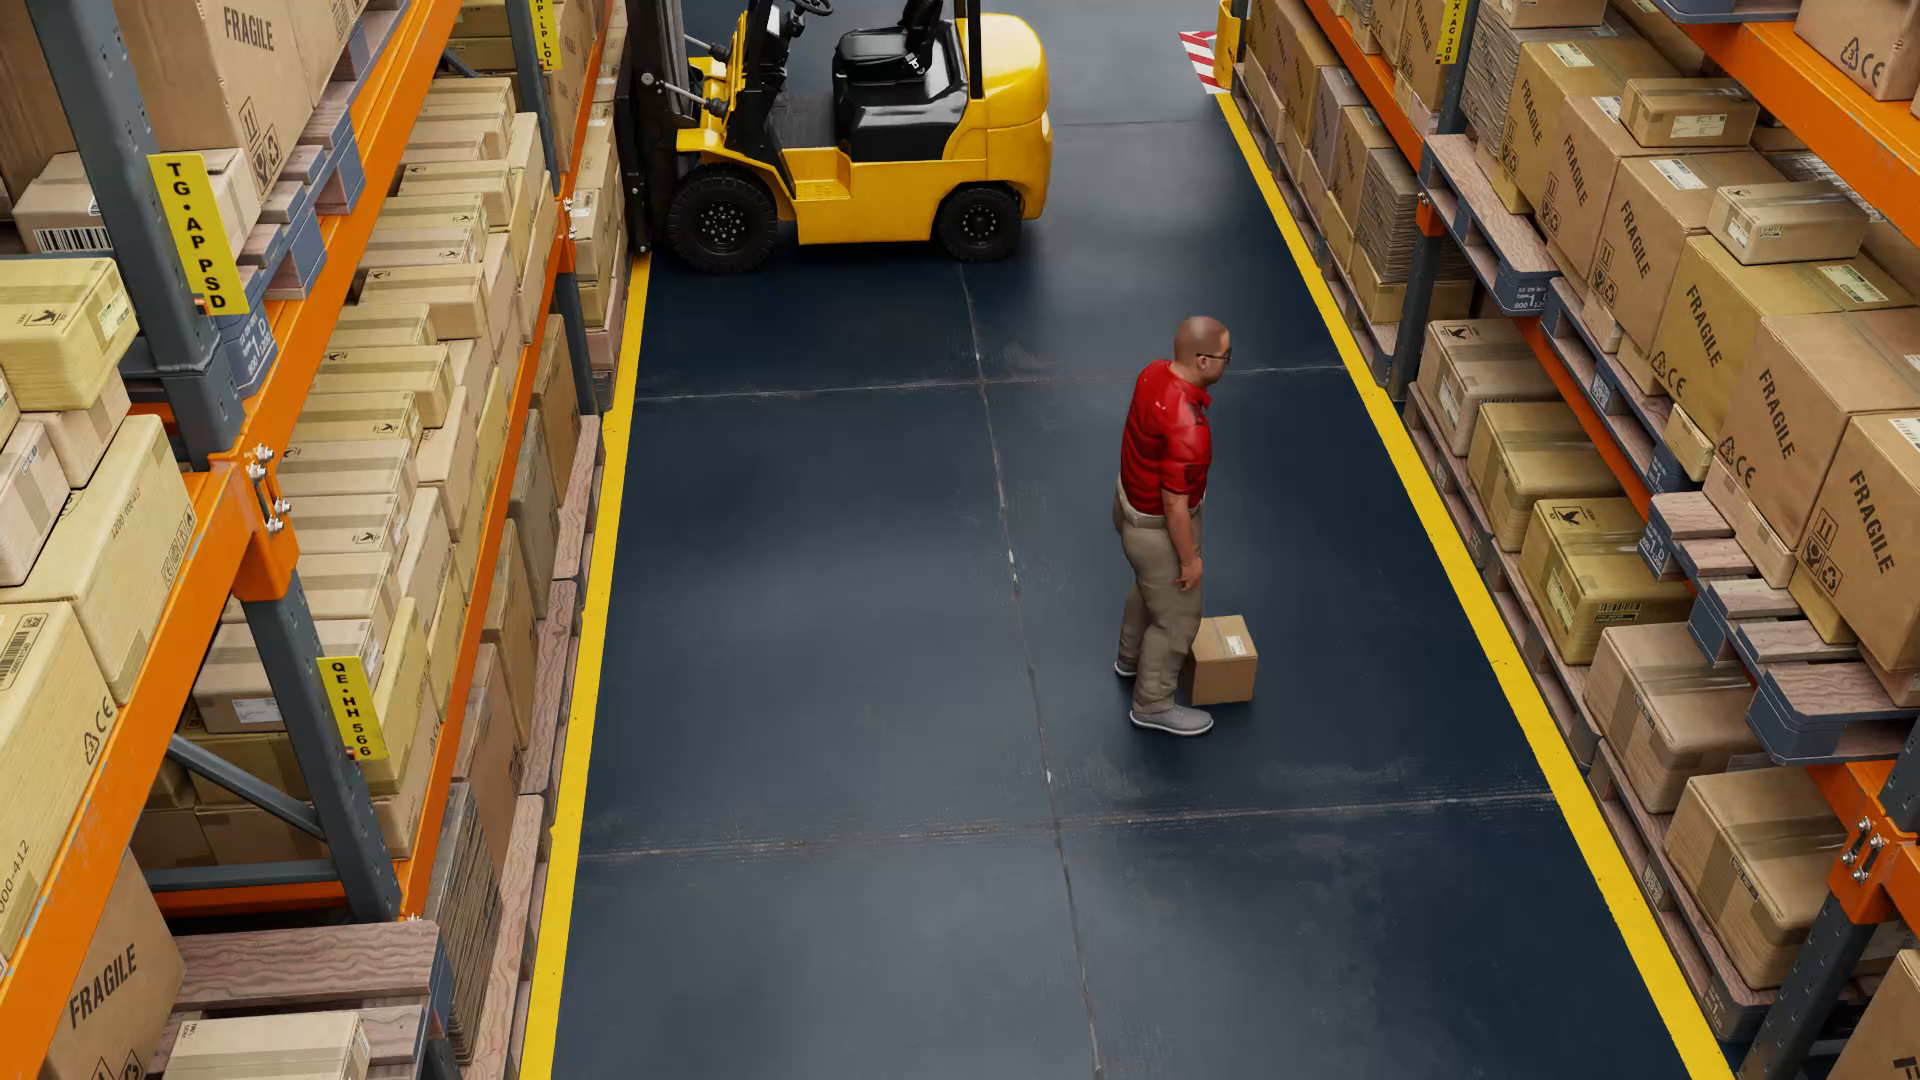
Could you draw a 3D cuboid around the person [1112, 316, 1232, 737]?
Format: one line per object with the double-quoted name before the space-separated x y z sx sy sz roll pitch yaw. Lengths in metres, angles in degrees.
"person" 0.784 -0.066 6.249 0.393 1.725 0.593 -5 39 -6
